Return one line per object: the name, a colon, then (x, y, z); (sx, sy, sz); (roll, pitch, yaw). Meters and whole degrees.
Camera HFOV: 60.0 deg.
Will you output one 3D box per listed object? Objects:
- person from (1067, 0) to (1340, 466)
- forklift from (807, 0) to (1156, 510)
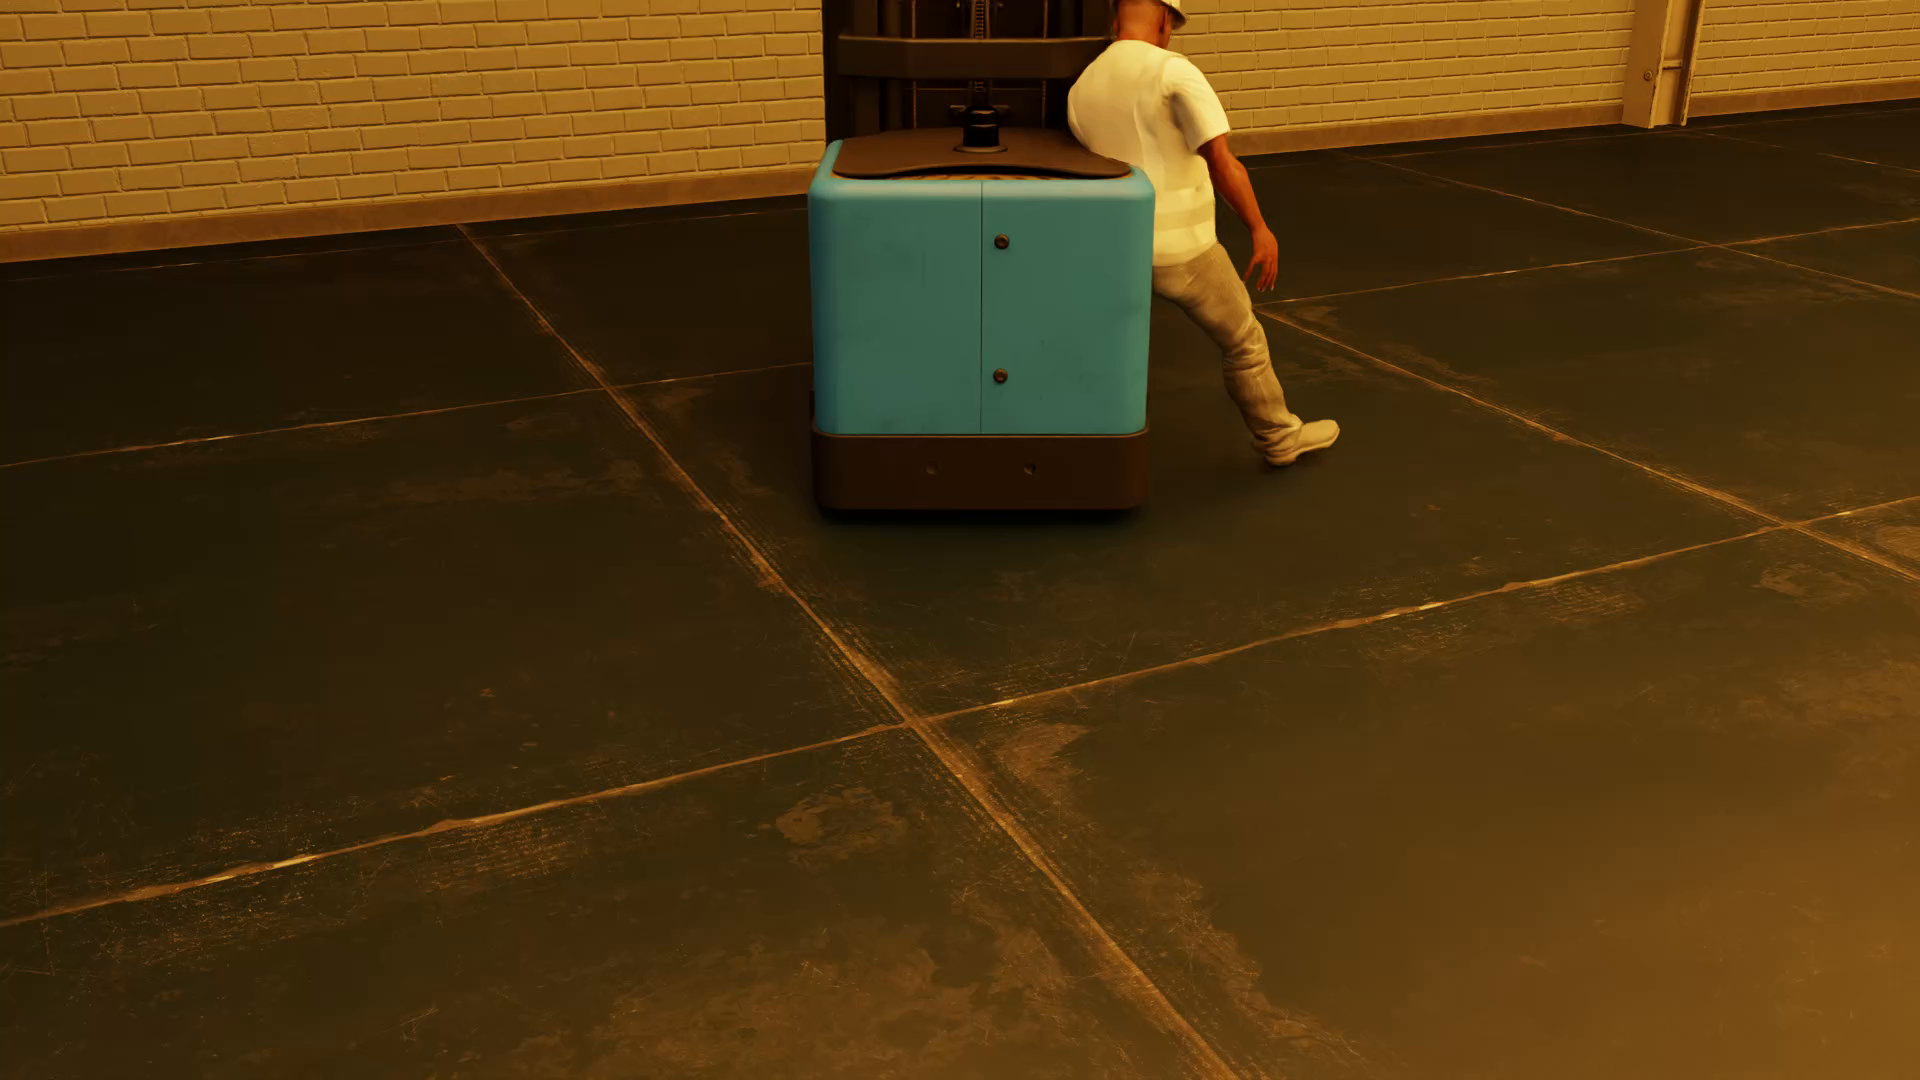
person: (0.736, -1.026, 5.434); (0.963, 1.614, 0.943); (-19, 29, -39)
forklift: (0.064, -1.962, 6.008); (1.130, 2.935, 3.031); (0, 23, 0)
